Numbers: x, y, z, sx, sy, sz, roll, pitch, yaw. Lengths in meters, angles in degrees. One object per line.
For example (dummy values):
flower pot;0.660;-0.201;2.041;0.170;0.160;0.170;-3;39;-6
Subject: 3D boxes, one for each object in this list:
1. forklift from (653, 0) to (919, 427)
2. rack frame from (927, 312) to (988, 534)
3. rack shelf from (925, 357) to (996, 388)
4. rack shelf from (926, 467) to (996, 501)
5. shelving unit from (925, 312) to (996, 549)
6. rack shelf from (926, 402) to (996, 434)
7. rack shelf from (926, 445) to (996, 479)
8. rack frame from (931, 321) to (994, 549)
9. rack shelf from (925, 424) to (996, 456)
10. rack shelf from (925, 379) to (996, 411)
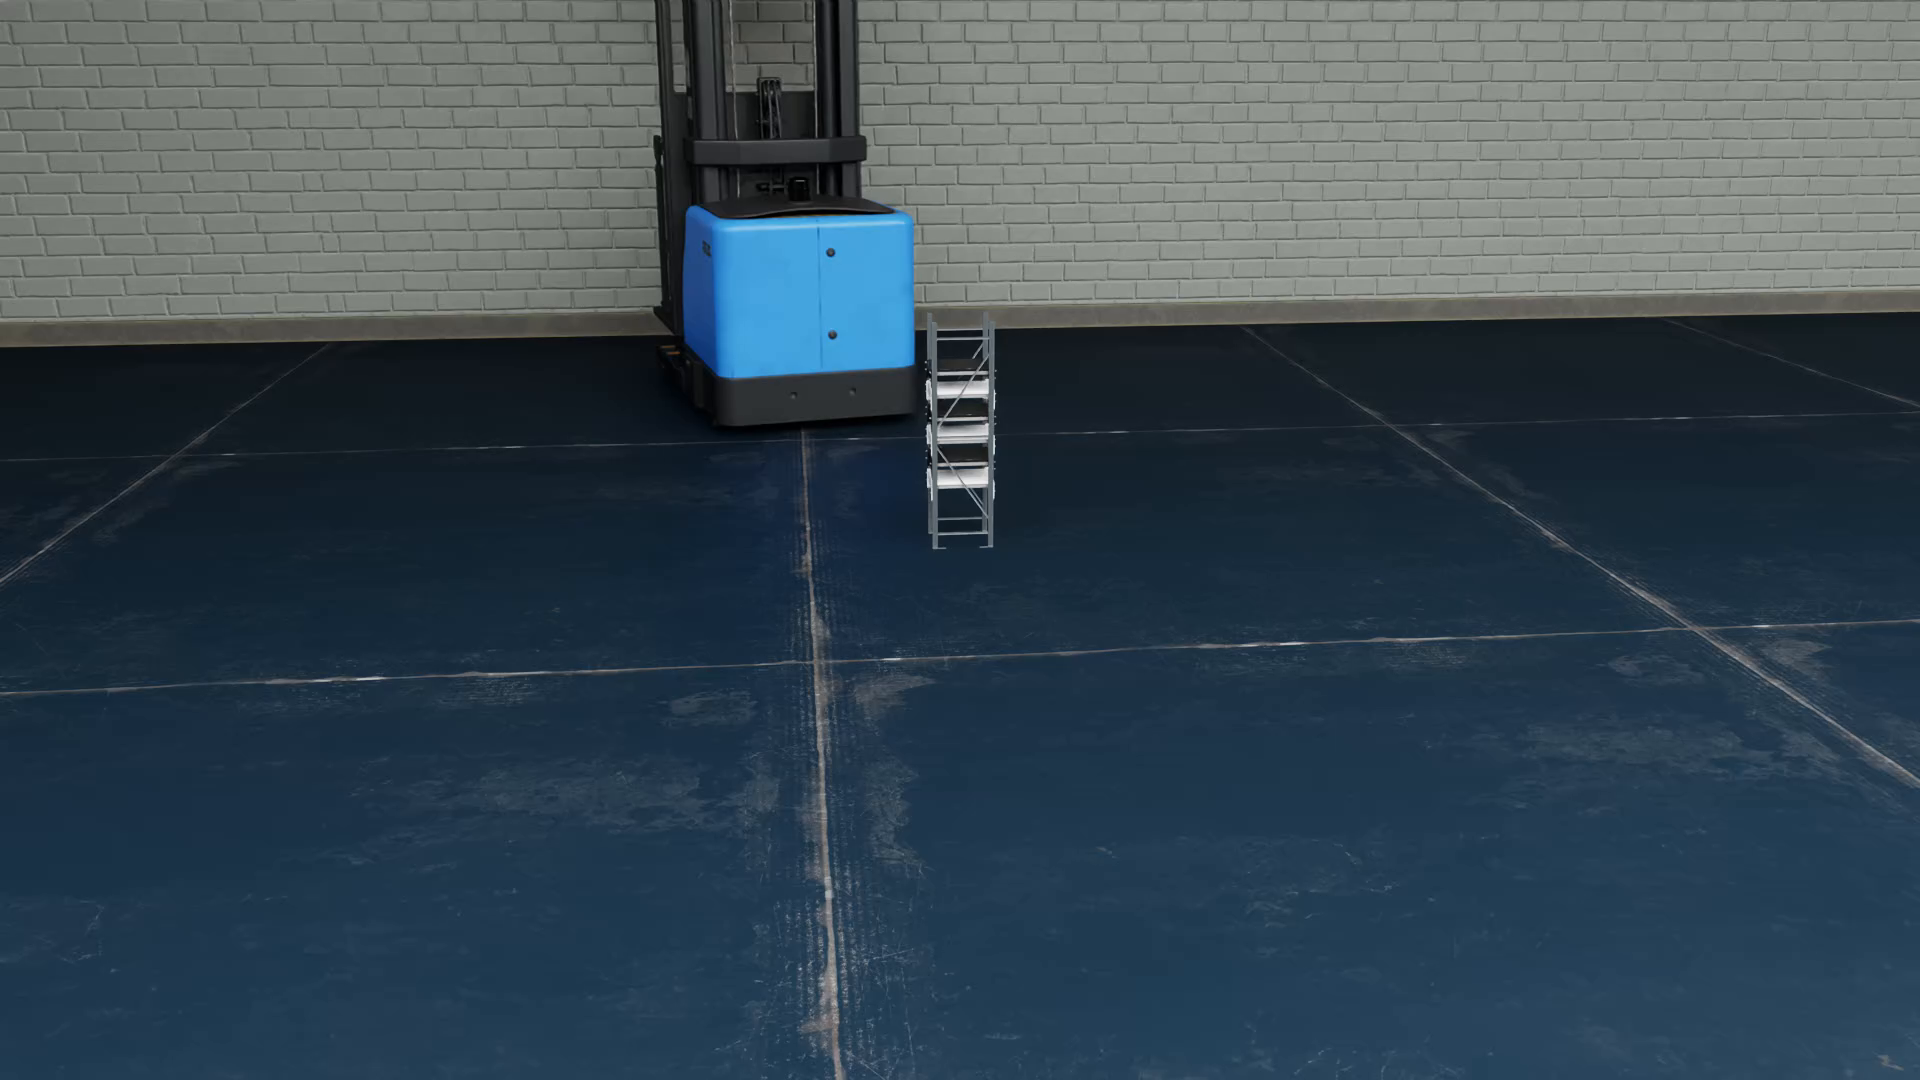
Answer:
forklift;-1.163;-2.362;9.309;1.130;2.935;3.031;-6;18;-18
rack frame;-0.010;-0.457;6.631;0.240;0.900;0.006;-2;18;-6
rack shelf;0.001;-0.653;6.464;0.258;0.077;0.200;-2;18;-6
rack shelf;0.001;-0.223;6.598;0.258;0.077;0.200;-2;18;-6
shelving unit;0.001;-0.427;6.535;0.258;0.900;0.210;-2;18;-6
rack shelf;0.001;-0.481;6.518;0.258;0.077;0.200;-2;18;-6
rack shelf;0.001;-0.309;6.572;0.258;0.077;0.200;-2;18;-6
rack frame;0.011;-0.397;6.438;0.240;0.900;0.006;-2;18;-6
rack shelf;0.001;-0.395;6.545;0.258;0.077;0.200;-2;18;-6
rack shelf;0.001;-0.567;6.491;0.258;0.077;0.200;-2;18;-6
